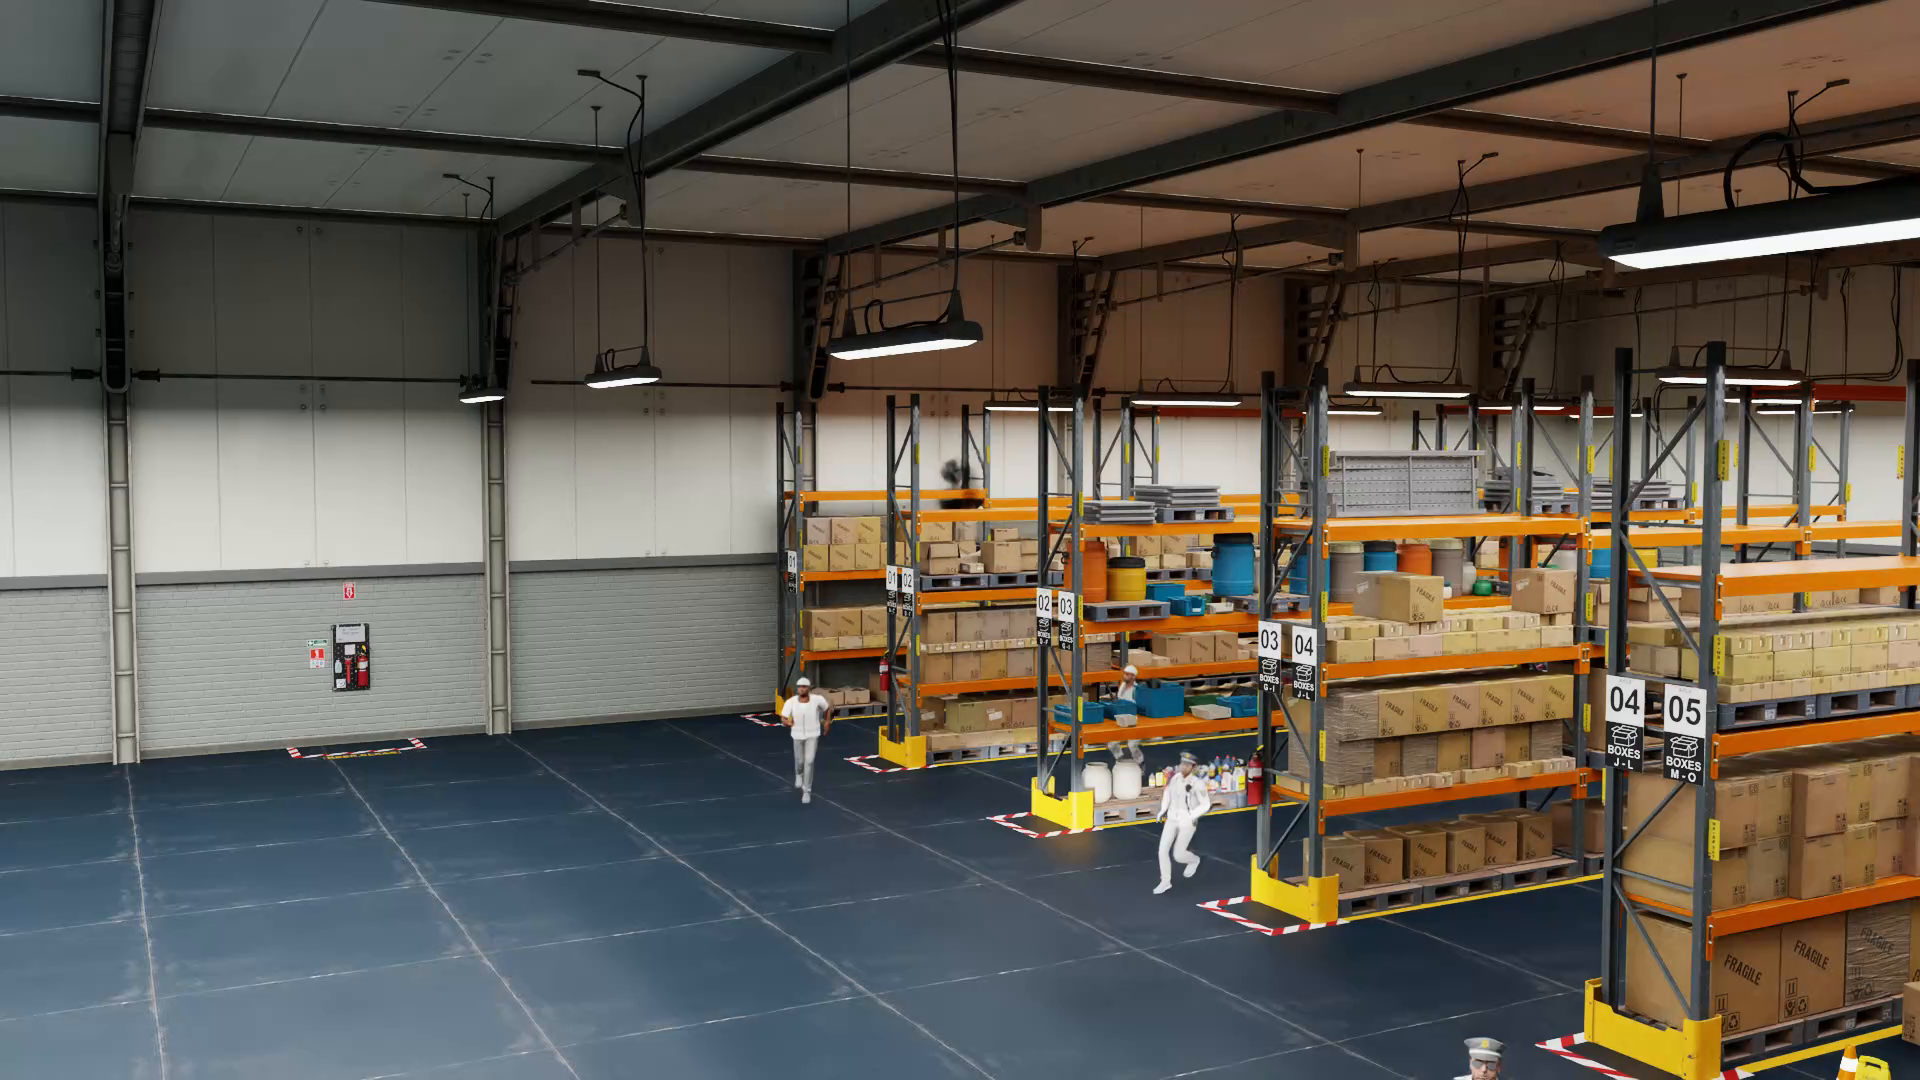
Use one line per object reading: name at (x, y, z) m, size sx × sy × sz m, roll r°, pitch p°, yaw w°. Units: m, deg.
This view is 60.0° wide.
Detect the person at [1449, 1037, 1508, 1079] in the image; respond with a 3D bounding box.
person at (3.067, 3.738, 9.742) m, size 0.656 × 1.740 × 0.664 m, roll 1°, pitch 3°, yaw 22°

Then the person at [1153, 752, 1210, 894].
person at (2.615, 3.267, 19.302) m, size 0.660 × 1.664 × 0.702 m, roll 3°, pitch 4°, yaw 42°

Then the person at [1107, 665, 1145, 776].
person at (2.564, 2.822, 25.610) m, size 0.709 × 1.790 × 0.640 m, roll -3°, pitch 4°, yaw -42°

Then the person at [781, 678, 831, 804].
person at (-2.264, 2.896, 24.418) m, size 0.711 × 1.782 × 0.986 m, roll 0°, pitch 3°, yaw 3°
